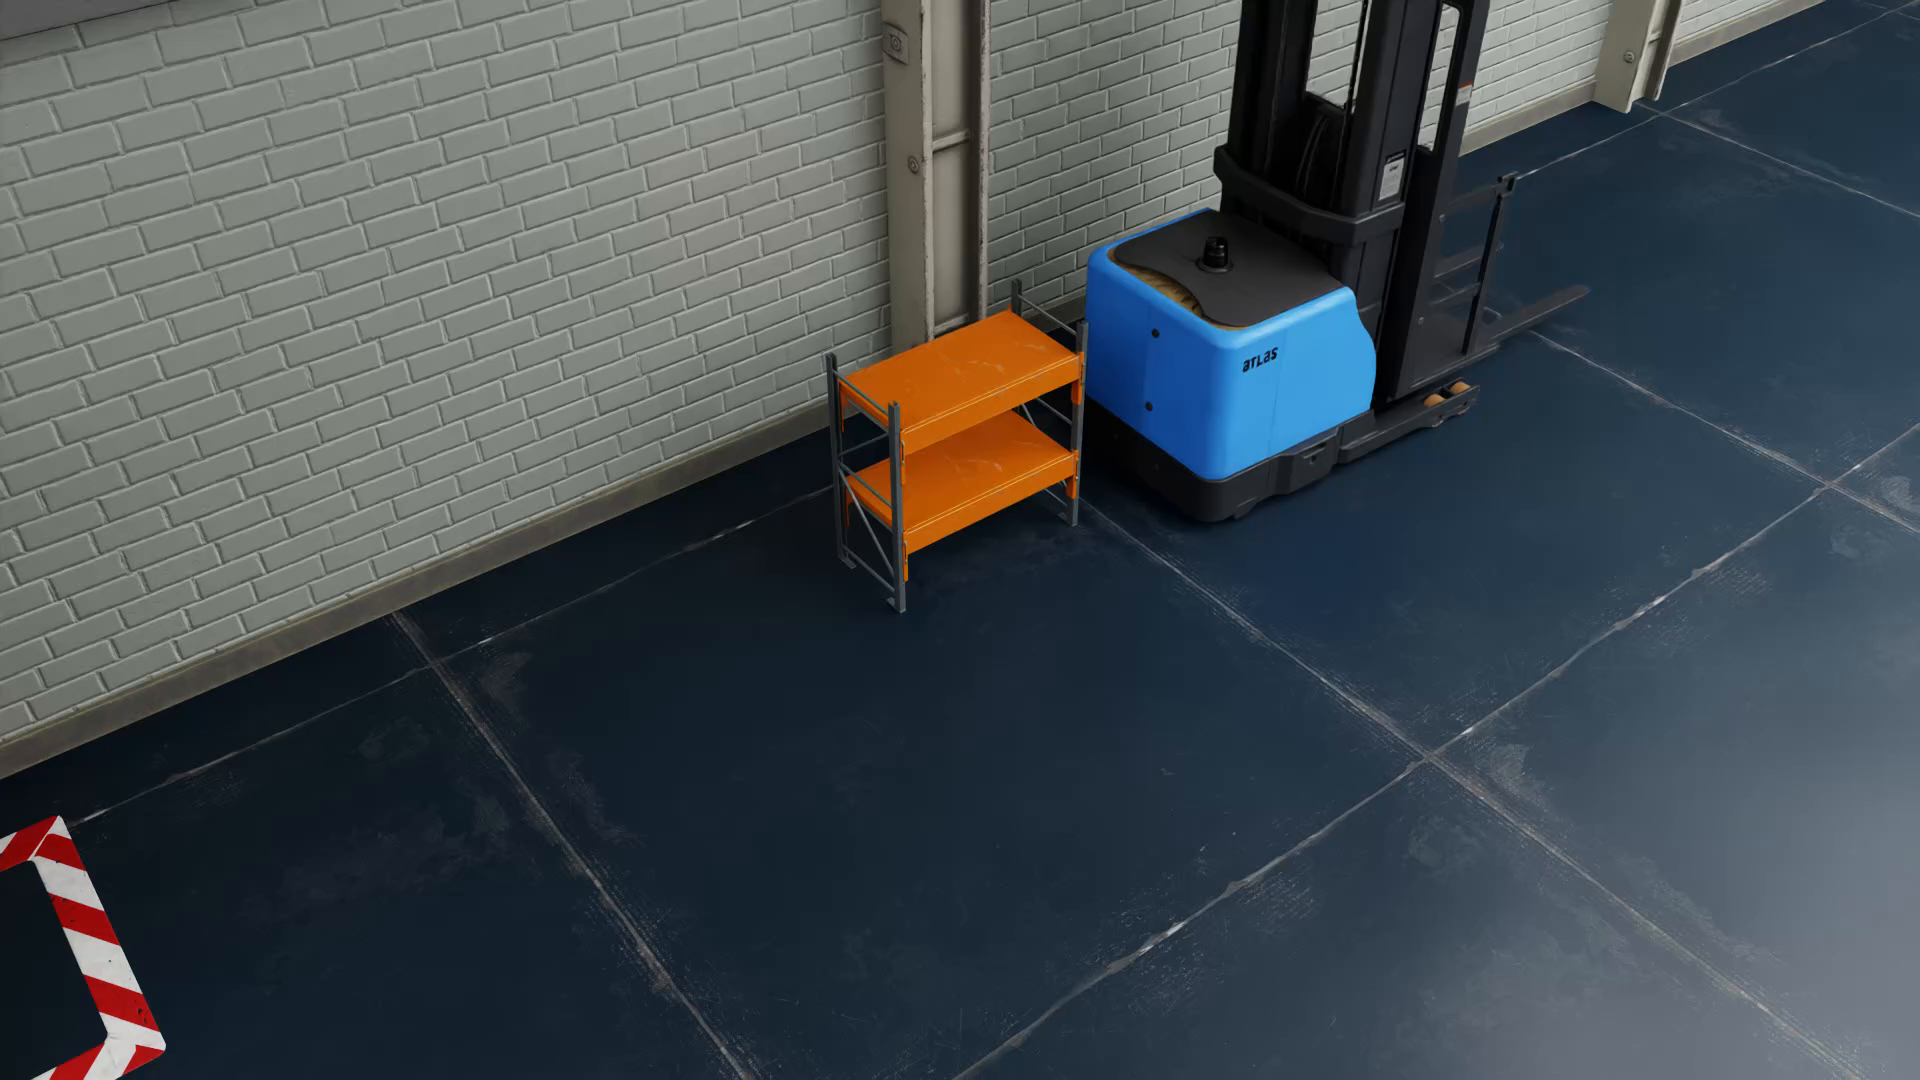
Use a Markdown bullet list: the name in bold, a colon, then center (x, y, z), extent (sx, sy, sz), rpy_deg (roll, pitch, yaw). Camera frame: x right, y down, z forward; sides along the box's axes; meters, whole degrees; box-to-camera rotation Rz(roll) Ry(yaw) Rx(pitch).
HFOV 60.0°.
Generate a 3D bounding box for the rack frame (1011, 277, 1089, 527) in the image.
- **rack frame**: center (0.398, -0.629, 7.763), extent (0.032, 1.125, 0.500), rpy_deg (-26, 46, -28)

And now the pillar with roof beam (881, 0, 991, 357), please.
- **pillar with roof beam**: center (2.517, -2.090, 3.336), extent (0.400, 9.000, 9.100), rpy_deg (-26, 46, -28)

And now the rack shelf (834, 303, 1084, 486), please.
- **rack shelf**: center (-0.005, -0.659, 7.338), extent (1.000, 0.278, 0.538), rpy_deg (-26, 46, -28)

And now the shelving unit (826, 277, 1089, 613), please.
- **shelving unit**: center (-0.005, -0.432, 7.524), extent (1.048, 1.125, 0.538), rpy_deg (-26, 46, -28)

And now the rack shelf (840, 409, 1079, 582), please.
- **rack shelf**: center (-0.005, -0.243, 7.679), extent (1.000, 0.278, 0.538), rpy_deg (-26, 46, -28)

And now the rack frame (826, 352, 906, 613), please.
- **rack frame**: center (-0.408, -0.236, 7.284), extent (0.032, 1.125, 0.500), rpy_deg (-26, 46, -28)

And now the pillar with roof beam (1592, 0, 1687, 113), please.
- **pillar with roof beam**: center (7.274, -4.409, 6.163), extent (0.400, 9.000, 9.100), rpy_deg (-26, 46, -28)

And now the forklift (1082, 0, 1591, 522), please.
- **forklift**: center (2.083, -1.966, 7.969), extent (3.031, 2.935, 1.130), rpy_deg (-25, 45, -27)
